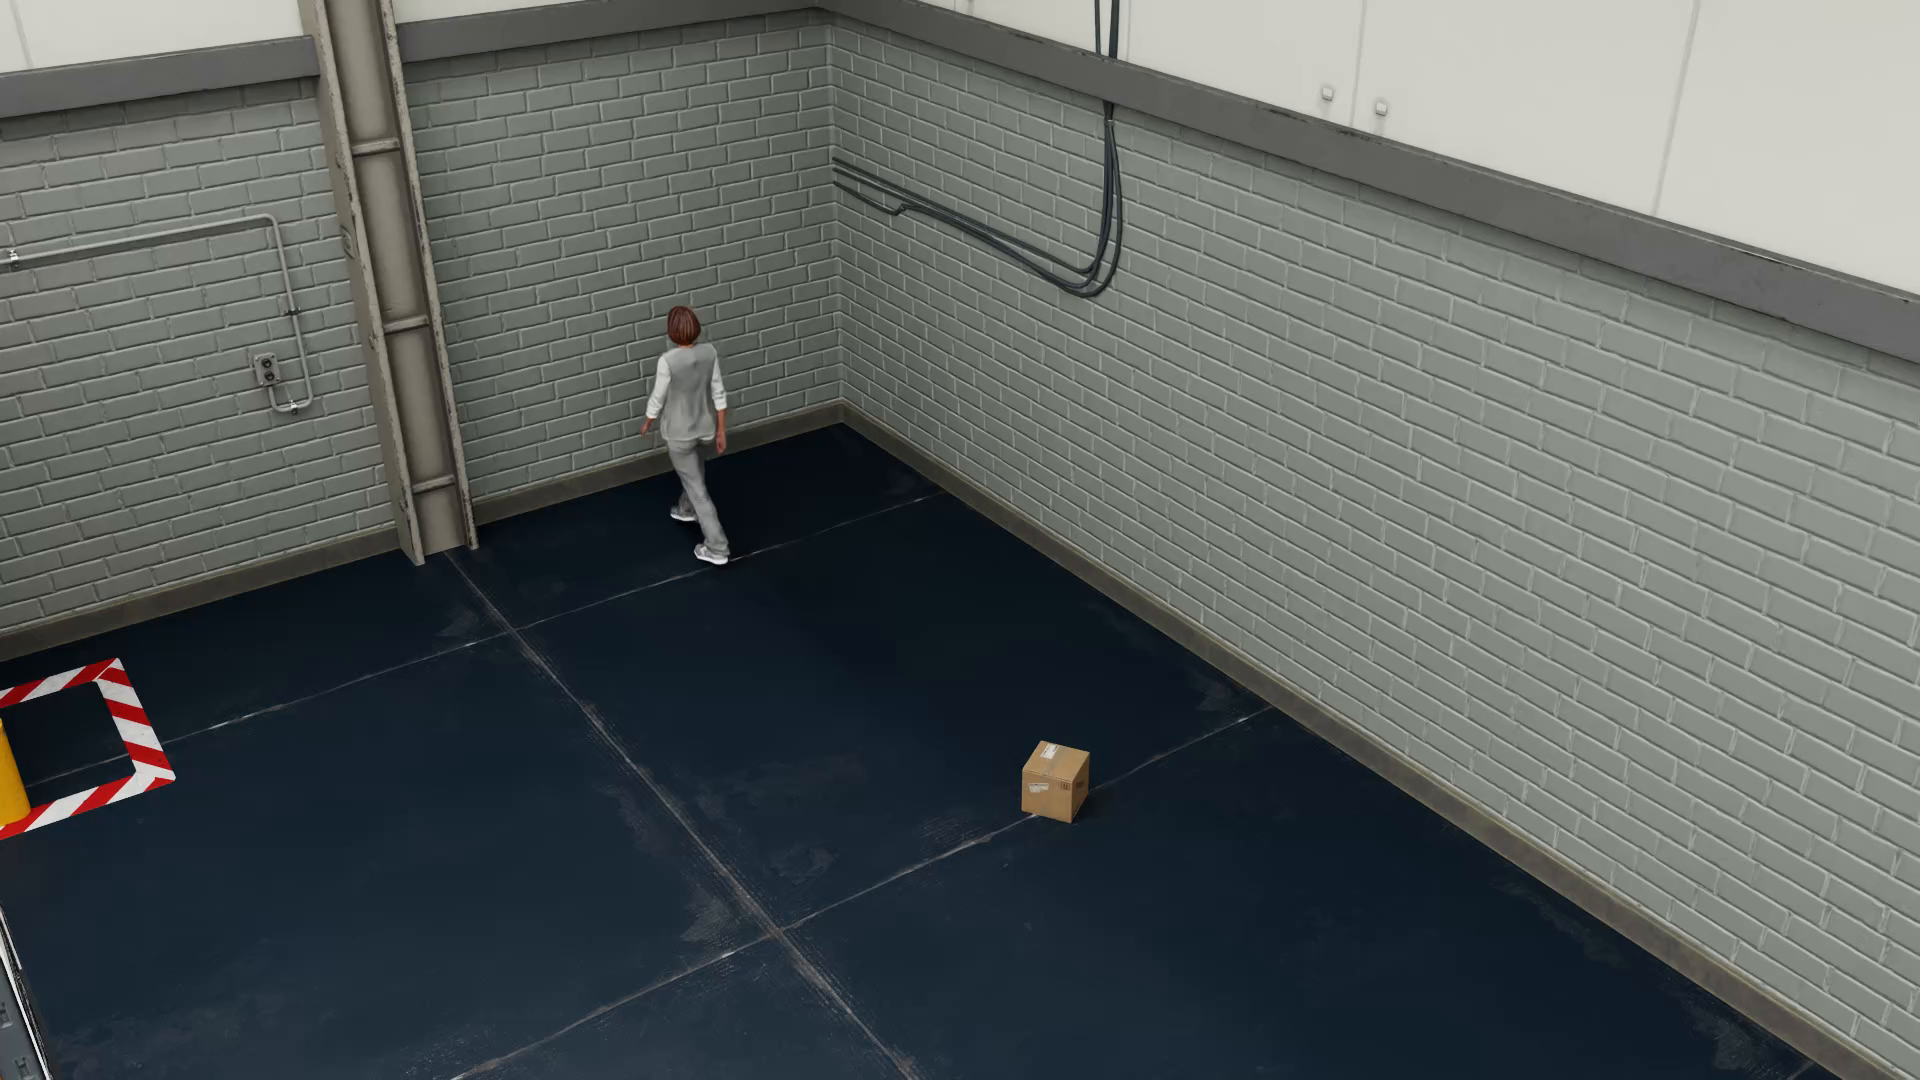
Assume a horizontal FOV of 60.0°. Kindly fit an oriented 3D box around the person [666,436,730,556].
[{"bbox_3d":[-1.597,-0.386,9.928,0.351,0.800,0.708,-23,36,-35],"label":"person"}]
